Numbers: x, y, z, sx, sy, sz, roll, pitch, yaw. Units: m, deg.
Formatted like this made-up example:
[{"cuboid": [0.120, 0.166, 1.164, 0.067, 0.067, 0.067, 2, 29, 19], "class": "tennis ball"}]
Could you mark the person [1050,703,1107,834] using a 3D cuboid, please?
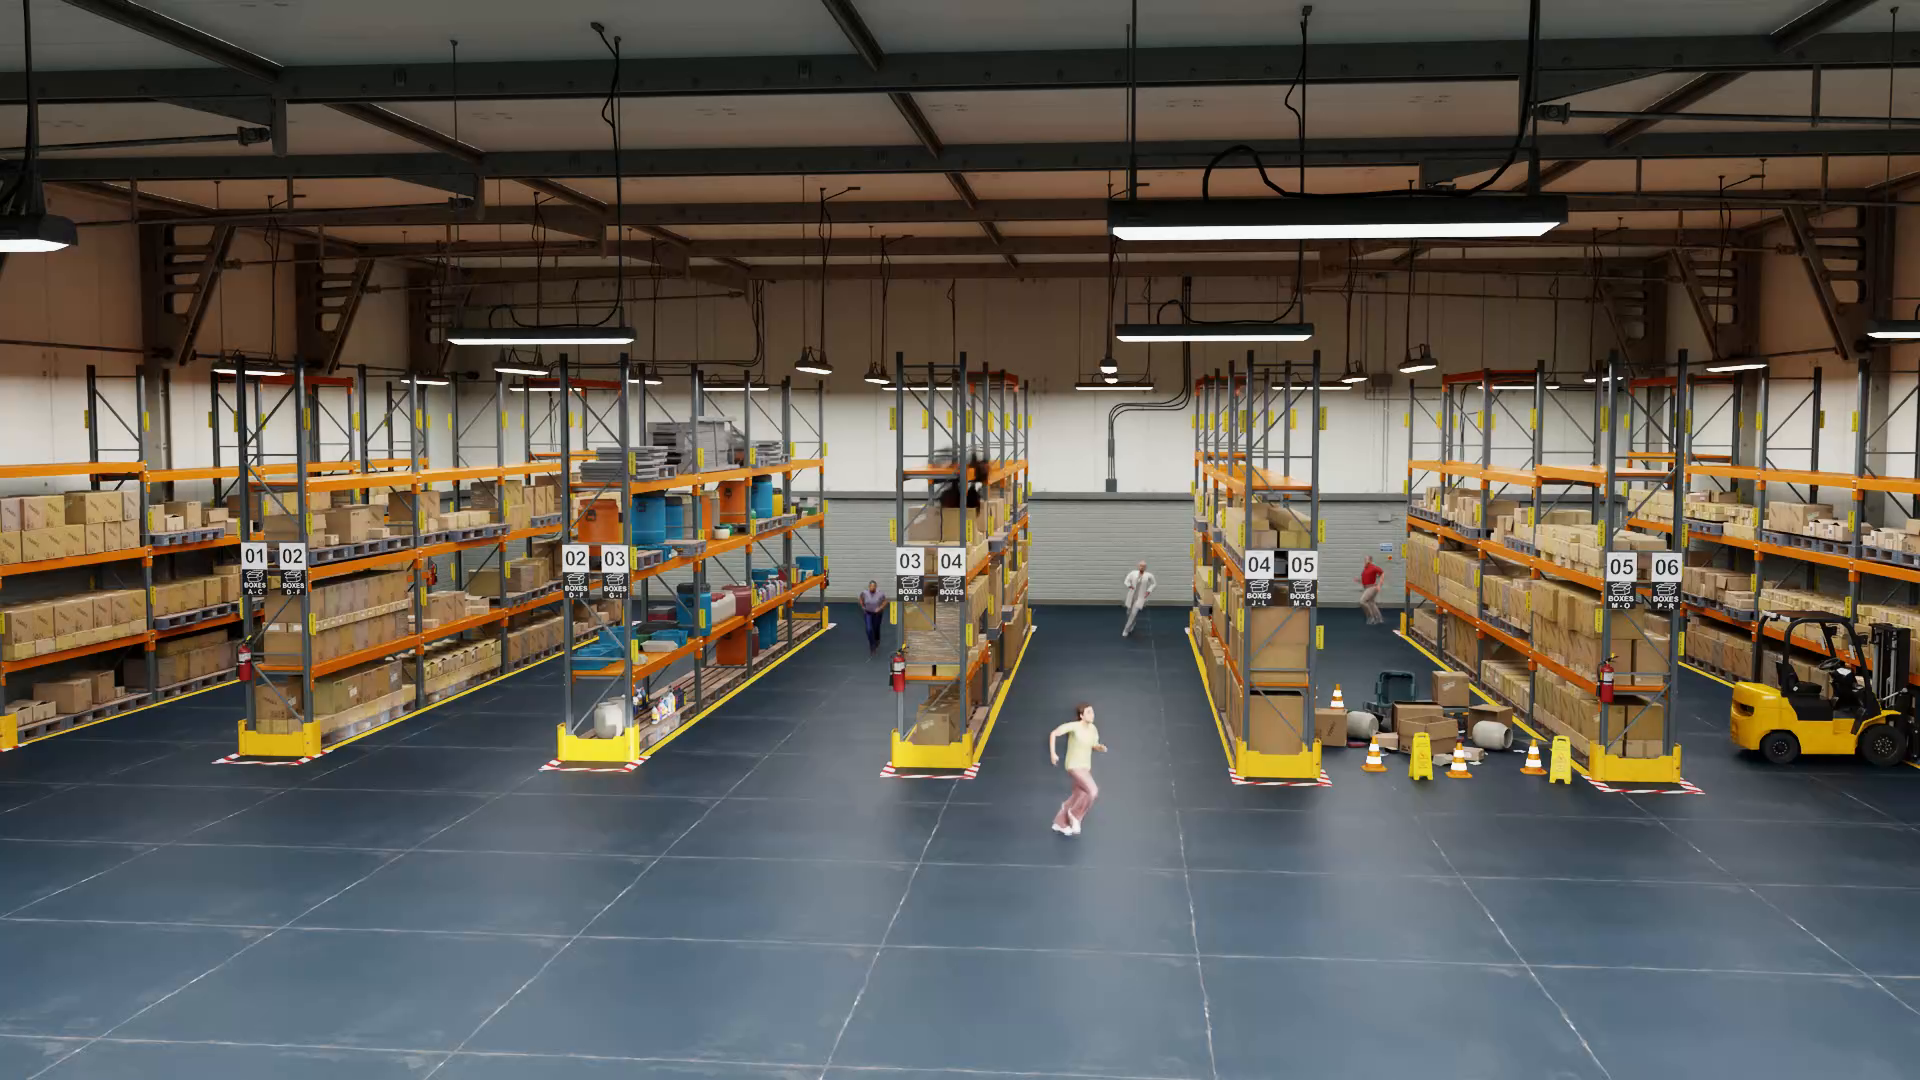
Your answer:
[{"cuboid": [1.431, 2.762, 19.977, 0.728, 1.596, 0.613, 4, 6, 43], "class": "person"}]

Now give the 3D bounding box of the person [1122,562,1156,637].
[{"cuboid": [4.214, 1.367, 38.992, 0.716, 1.744, 1.009, 2, 4, 20], "class": "person"}]

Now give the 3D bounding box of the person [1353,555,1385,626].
[{"cuboid": [10.040, 1.256, 40.825, 0.820, 1.760, 0.631, -1, 4, -10], "class": "person"}]

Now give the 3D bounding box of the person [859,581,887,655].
[{"cuboid": [-1.878, 1.674, 36.074, 0.612, 1.653, 0.868, 0, 4, 3], "class": "person"}]
